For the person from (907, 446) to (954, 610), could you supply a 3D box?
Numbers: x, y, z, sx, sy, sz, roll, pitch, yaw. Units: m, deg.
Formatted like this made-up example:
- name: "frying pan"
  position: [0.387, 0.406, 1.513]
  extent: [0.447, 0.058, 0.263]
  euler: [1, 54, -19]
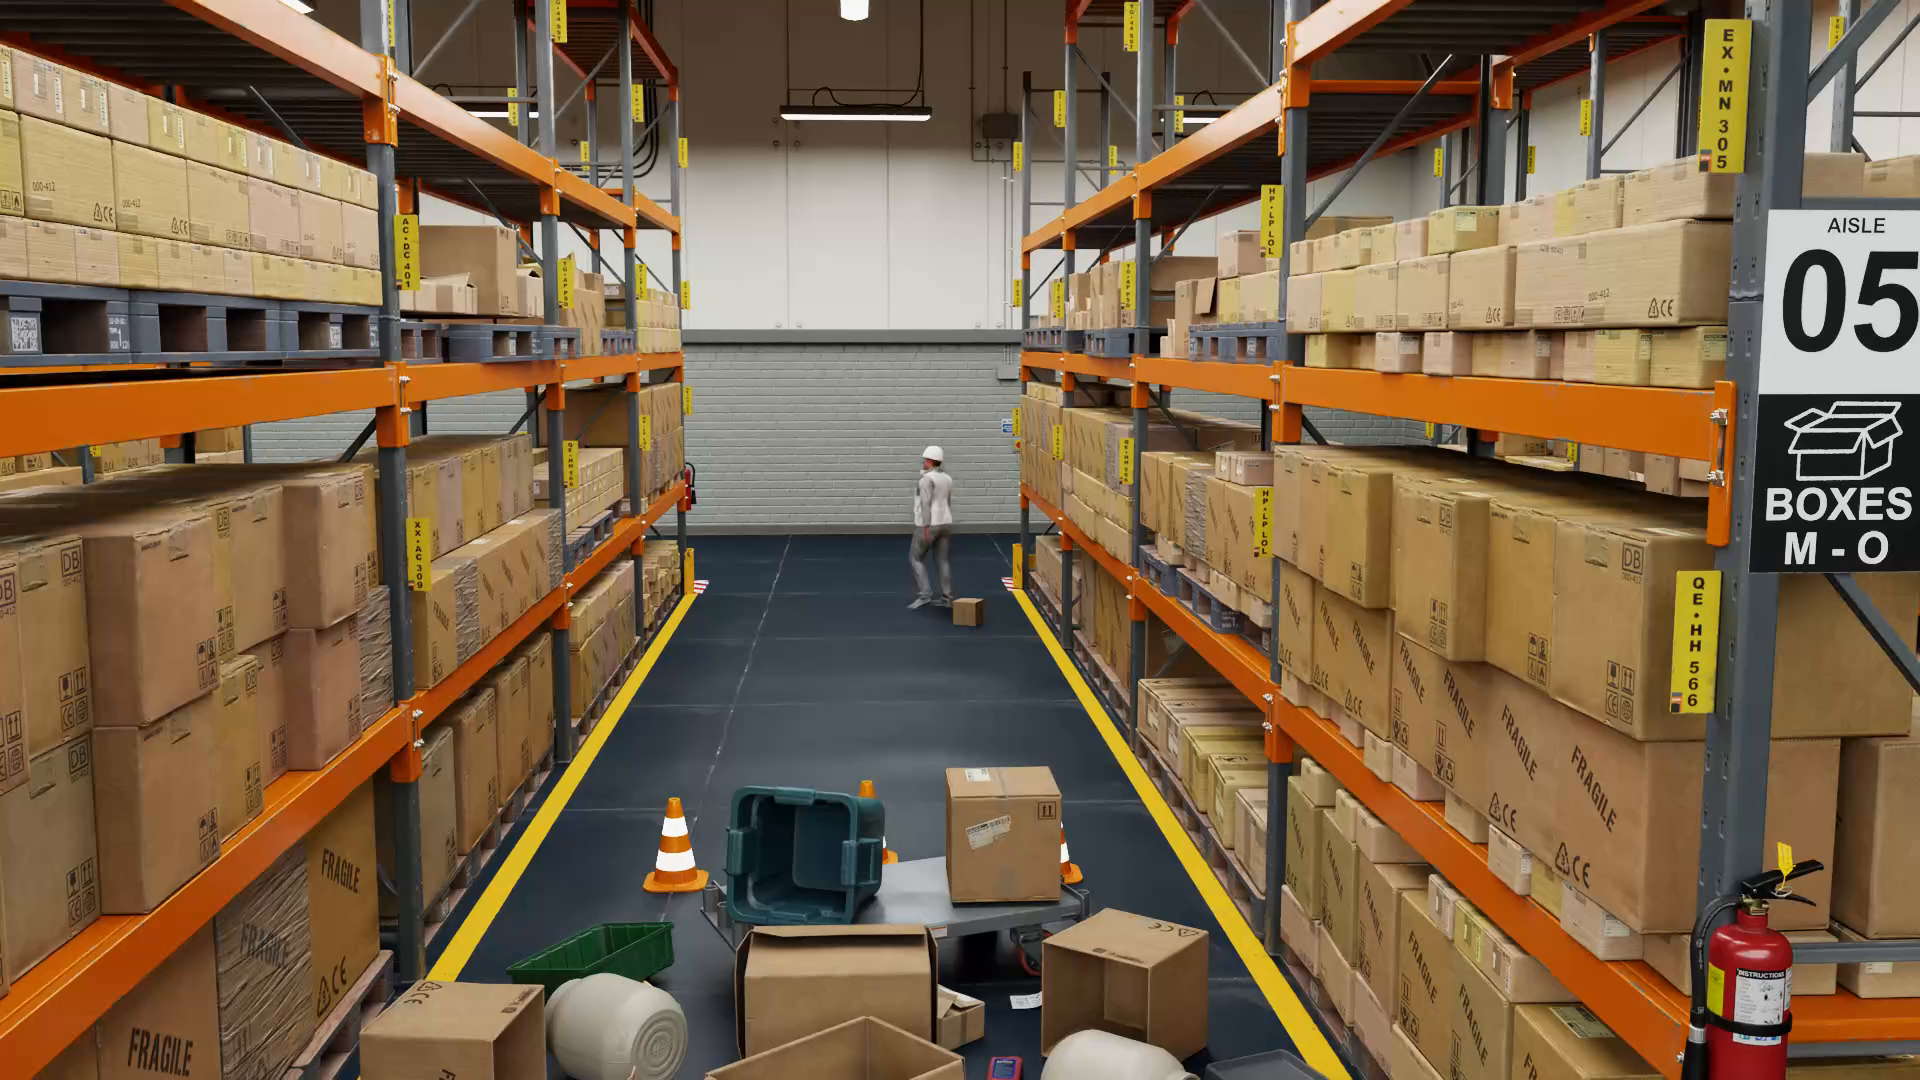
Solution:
- name: "person"
  position: [-0.261, -0.126, 18.146]
  extent: [0.514, 1.797, 0.542]
  euler: [7, 9, 44]
